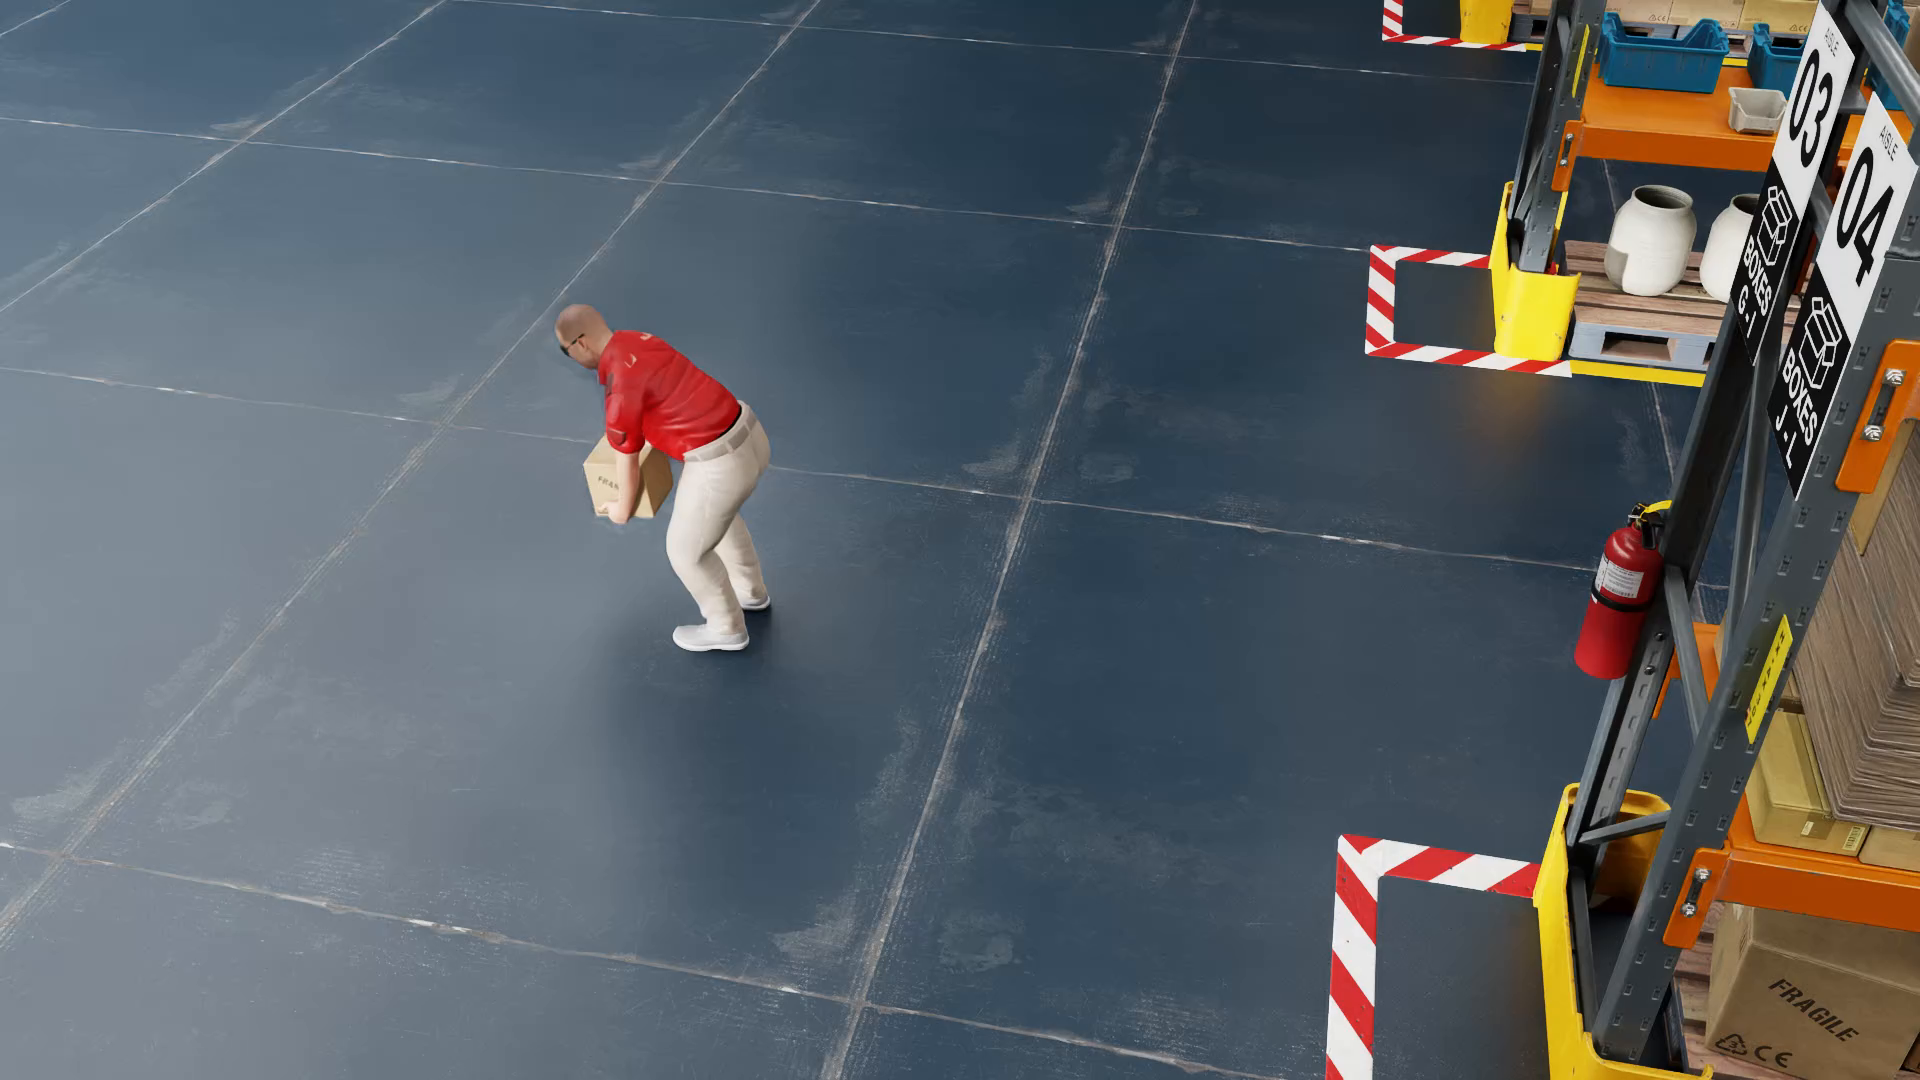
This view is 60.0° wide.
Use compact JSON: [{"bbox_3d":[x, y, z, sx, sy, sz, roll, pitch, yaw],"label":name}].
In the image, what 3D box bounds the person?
[{"bbox_3d":[-1.161,-0.261,6.714,0.778,1.502,0.489,7,37,9],"label":"person"}]
